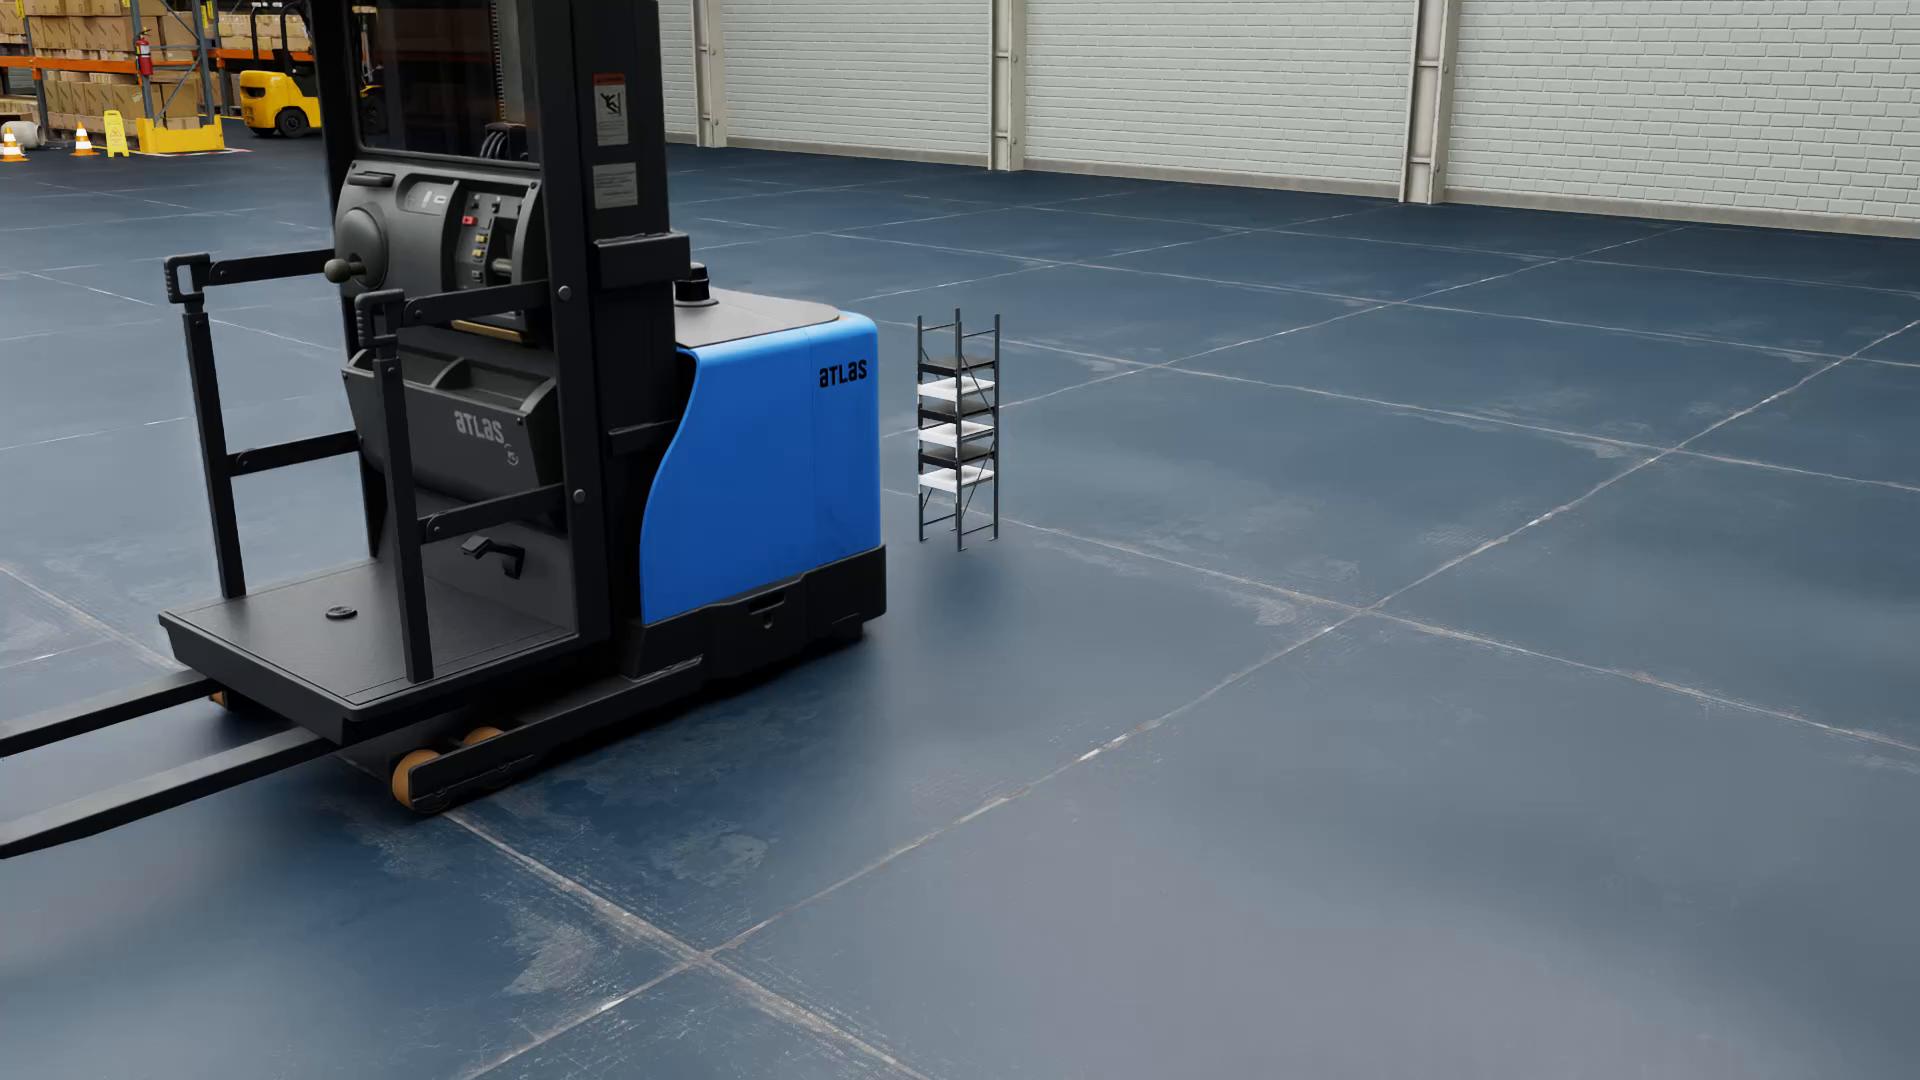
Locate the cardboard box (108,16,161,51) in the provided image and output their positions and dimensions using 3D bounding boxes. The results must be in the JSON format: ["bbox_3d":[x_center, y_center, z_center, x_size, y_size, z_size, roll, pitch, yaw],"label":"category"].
[{"bbox_3d":[-12.314,-7.557,24.807,0.500,0.500,0.500,15,23,38],"label":"cardboard box"}]

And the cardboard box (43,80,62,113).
[{"bbox_3d":[-14.455,-7.191,26.924,0.500,0.500,0.500,16,24,42],"label":"cardboard box"}]

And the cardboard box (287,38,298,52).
[{"bbox_3d":[-12.356,-9.318,31.261,0.500,0.250,0.500,15,23,39],"label":"cardboard box"}]

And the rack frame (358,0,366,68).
[{"bbox_3d":[-11.425,-9.248,30.792,0.127,3.000,1.000,15,23,39],"label":"rack frame"}]

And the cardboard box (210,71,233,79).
[{"bbox_3d":[-14.955,-9.410,33.671,0.250,0.149,0.380,14,22,37],"label":"cardboard box"}]

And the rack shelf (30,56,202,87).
[{"bbox_3d":[-13.221,-7.379,26.094,4.000,0.370,1.077,15,23,39],"label":"rack shelf"}]

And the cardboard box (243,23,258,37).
[{"bbox_3d":[-13.494,-9.863,32.153,0.500,0.250,0.500,14,23,38],"label":"cardboard box"}]

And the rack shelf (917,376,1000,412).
[{"bbox_3d":[-0.006,-0.570,6.436,0.200,0.077,0.258,15,23,39],"label":"rack shelf"}]

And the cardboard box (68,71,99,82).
[{"bbox_3d":[-13.813,-7.306,26.212,0.250,0.149,0.380,17,24,42],"label":"cardboard box"}]

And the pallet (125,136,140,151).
[{"bbox_3d":[-12.367,-6.178,25.729,1.213,0.211,1.003,15,23,39],"label":"pallet"}]

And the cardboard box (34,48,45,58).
[{"bbox_3d":[-14.695,-7.868,26.861,0.250,0.149,0.380,15,23,39],"label":"cardboard box"}]

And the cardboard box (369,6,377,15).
[{"bbox_3d":[-10.170,-9.328,29.317,0.250,0.149,0.380,15,23,39],"label":"cardboard box"}]

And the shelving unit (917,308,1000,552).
[{"bbox_3d":[-0.006,-0.431,6.481,0.210,0.900,0.258,15,23,39],"label":"shelving unit"}]

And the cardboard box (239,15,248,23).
[{"bbox_3d":[-13.761,-10.128,32.329,0.250,0.149,0.380,15,23,40],"label":"cardboard box"}]

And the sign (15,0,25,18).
[{"bbox_3d":[-15.083,-8.549,26.678,0.005,0.325,0.100,15,23,39],"label":"sign"}]

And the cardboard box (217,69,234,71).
[{"bbox_3d":[-15.390,-9.752,34.747,0.250,0.149,0.380,14,23,38],"label":"cardboard box"}]

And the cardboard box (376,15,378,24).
[{"bbox_3d":[-10.218,-9.166,29.297,0.250,0.149,0.380,14,23,38],"label":"cardboard box"}]

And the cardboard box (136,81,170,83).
[{"bbox_3d":[-12.557,-6.901,26.009,0.500,0.500,0.500,14,22,37],"label":"cardboard box"}]

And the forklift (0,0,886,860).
[{"bbox_3d":[-1.592,-0.851,4.449,1.130,2.935,3.031,15,23,39],"label":"forklift"}]

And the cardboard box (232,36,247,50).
[{"bbox_3d":[-13.875,-9.733,32.568,0.500,0.250,0.500,14,23,38],"label":"cardboard box"}]

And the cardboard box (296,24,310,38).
[{"bbox_3d":[-11.962,-9.455,30.867,0.500,0.250,0.500,14,23,38],"label":"cardboard box"}]

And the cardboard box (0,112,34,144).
[{"bbox_3d":[-14.819,-6.411,25.981,0.500,0.500,0.500,-3,18,-8],"label":"cardboard box"}]

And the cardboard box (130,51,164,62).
[{"bbox_3d":[-12.147,-7.228,24.842,0.250,0.149,0.380,16,24,41],"label":"cardboard box"}]

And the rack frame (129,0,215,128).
[{"bbox_3d":[-11.726,-7.321,24.720,0.127,3.000,1.000,15,23,39],"label":"rack frame"}]

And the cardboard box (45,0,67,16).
[{"bbox_3d":[-13.807,-8.438,25.931,0.500,0.500,0.700,14,23,38],"label":"cardboard box"}]

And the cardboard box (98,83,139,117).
[{"bbox_3d":[-12.890,-6.774,25.608,0.500,0.500,0.500,16,24,41],"label":"cardboard box"}]

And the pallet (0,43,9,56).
[{"bbox_3d":[-16.201,-8.447,28.587,1.213,0.211,1.003,15,23,39],"label":"pallet"}]

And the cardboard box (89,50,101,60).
[{"bbox_3d":[-13.150,-7.469,25.602,0.250,0.149,0.380,15,23,39],"label":"cardboard box"}]

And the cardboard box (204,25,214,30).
[{"bbox_3d":[-15.421,-10.318,33.718,0.500,0.250,0.500,14,22,37],"label":"cardboard box"}]

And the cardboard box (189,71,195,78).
[{"bbox_3d":[-15.701,-9.634,34.376,0.250,0.149,0.380,15,23,38],"label":"cardboard box"}]

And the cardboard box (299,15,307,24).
[{"bbox_3d":[-12.033,-9.670,30.887,0.250,0.149,0.380,15,23,38],"label":"cardboard box"}]

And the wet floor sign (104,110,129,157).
[{"bbox_3d":[-12.294,-5.918,24.193,0.267,0.644,0.232,-9,20,-27],"label":"wet floor sign"}]

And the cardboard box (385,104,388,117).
[{"bbox_3d":[-10.132,-7.661,29.643,0.500,0.250,0.500,16,24,41],"label":"cardboard box"}]

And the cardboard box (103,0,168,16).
[{"bbox_3d":[-12.253,-8.040,24.676,0.500,0.500,0.700,14,23,38],"label":"cardboard box"}]

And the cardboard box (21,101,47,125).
[{"bbox_3d":[-15.111,-7.176,27.915,0.625,0.372,0.950,15,23,40],"label":"cardboard box"}]

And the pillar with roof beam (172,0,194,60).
[{"bbox_3d":[-20.189,-13.083,32.960,0.400,9.000,9.100,15,23,39],"label":"pillar with roof beam"}]

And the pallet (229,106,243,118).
[{"bbox_3d":[-13.827,-8.547,33.196,1.213,0.211,1.003,15,23,39],"label":"pallet"}]

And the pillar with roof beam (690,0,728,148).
[{"bbox_3d":[-6.726,-9.469,21.572,0.400,9.000,9.100,15,23,39],"label":"pillar with roof beam"}]

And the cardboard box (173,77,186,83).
[{"bbox_3d":[-16.038,-9.403,34.720,0.500,0.500,0.500,14,22,37],"label":"cardboard box"}]

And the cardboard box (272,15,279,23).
[{"bbox_3d":[-12.804,-9.873,31.524,0.250,0.149,0.380,15,23,40],"label":"cardboard box"}]

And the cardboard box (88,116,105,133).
[{"bbox_3d":[-13.286,-6.521,26.053,0.500,0.250,0.500,14,22,37],"label":"cardboard box"}]

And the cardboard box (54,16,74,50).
[{"bbox_3d":[-13.815,-7.963,26.086,0.500,0.500,0.500,15,23,39],"label":"cardboard box"}]

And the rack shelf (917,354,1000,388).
[{"bbox_3d":[-0.006,-0.656,6.409,0.200,0.077,0.258,15,23,39],"label":"rack shelf"}]

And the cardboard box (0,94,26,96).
[{"bbox_3d":[-17.293,-7.759,29.751,0.625,0.372,0.950,13,22,36],"label":"cardboard box"}]

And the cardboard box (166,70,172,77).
[{"bbox_3d":[-16.483,-9.842,35.030,0.250,0.149,0.380,15,23,39],"label":"cardboard box"}]

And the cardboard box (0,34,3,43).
[{"bbox_3d":[-15.880,-8.396,27.830,0.250,0.149,0.380,15,23,40],"label":"cardboard box"}]
